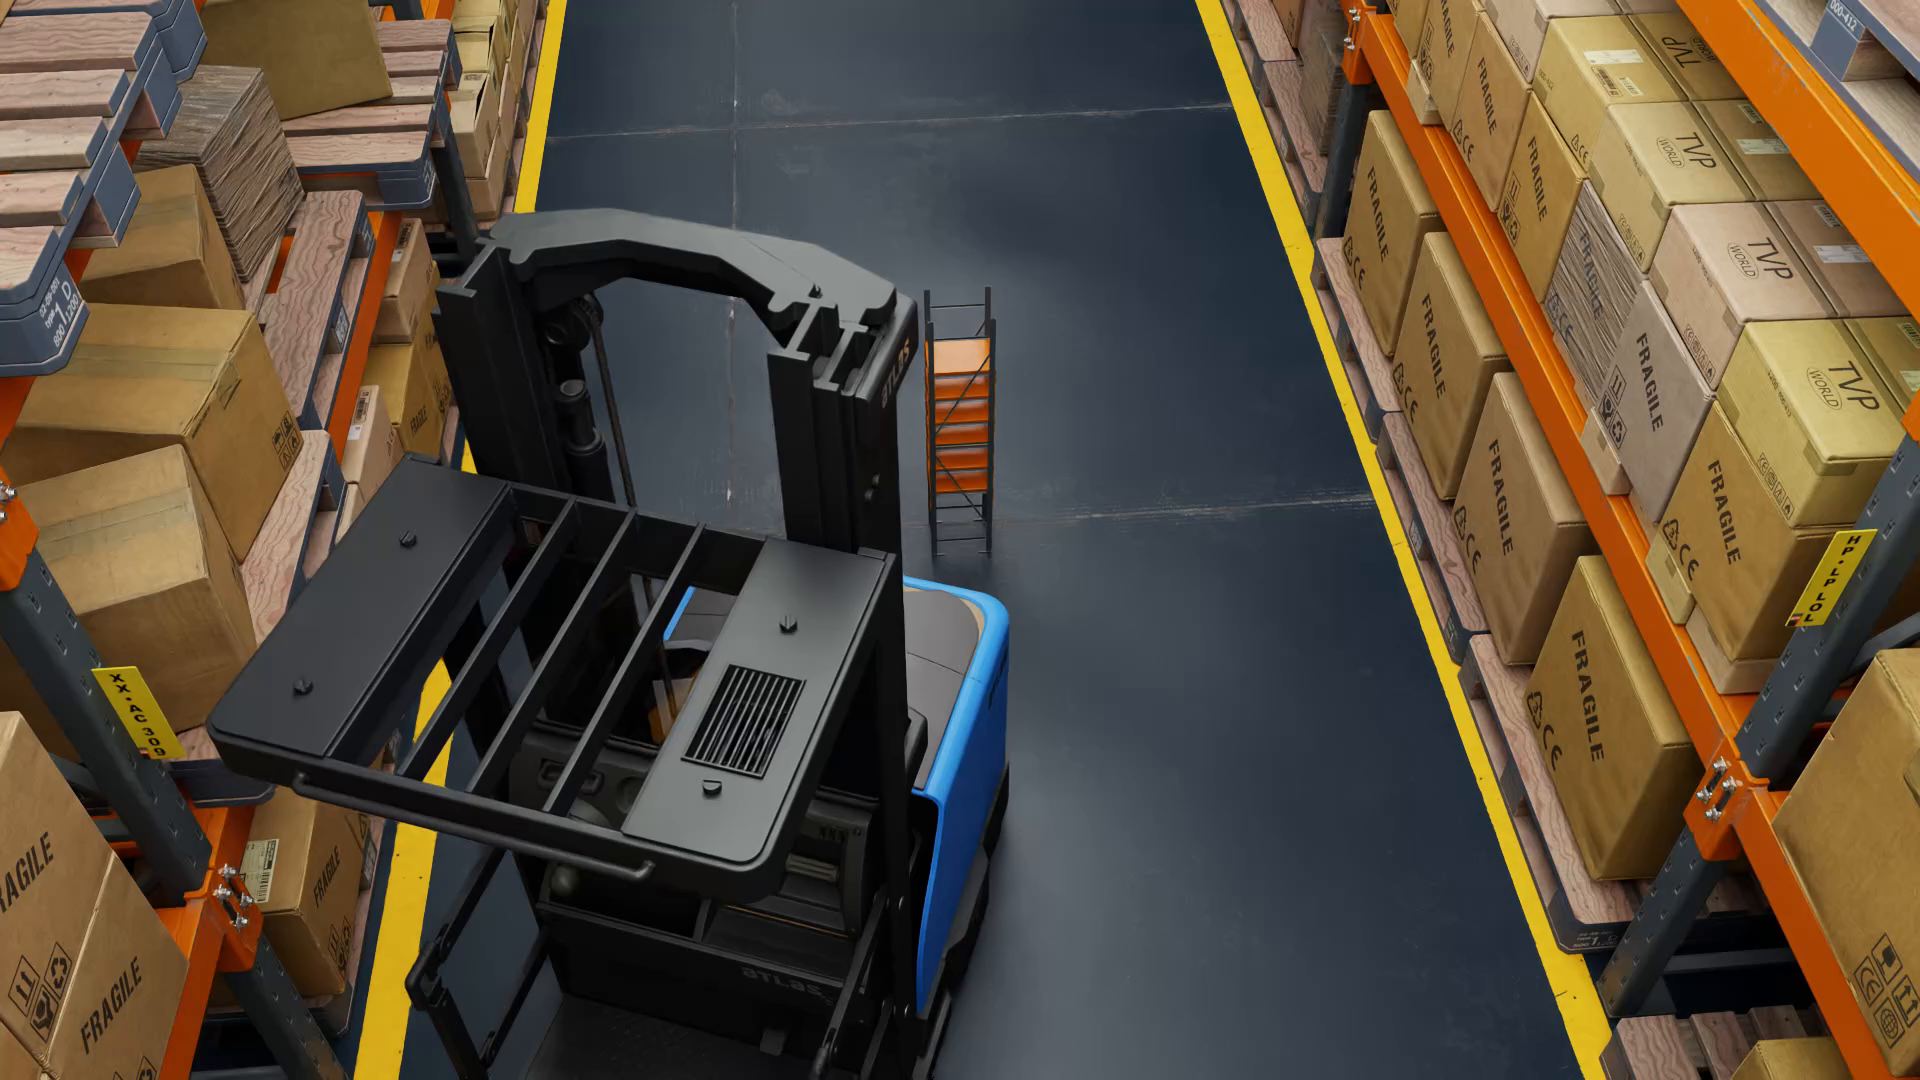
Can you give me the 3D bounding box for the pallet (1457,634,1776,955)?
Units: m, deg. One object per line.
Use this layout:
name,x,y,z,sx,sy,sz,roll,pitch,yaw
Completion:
pallet,2.420,0.828,5.821,1.003,0.211,1.213,-3,47,-3

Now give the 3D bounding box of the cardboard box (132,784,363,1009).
cardboard box,-2.174,1.070,5.090,0.500,0.500,0.500,-5,47,-5

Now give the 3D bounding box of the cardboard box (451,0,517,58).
cardboard box,-2.555,-2.705,8.464,0.500,0.311,0.500,-5,47,-4

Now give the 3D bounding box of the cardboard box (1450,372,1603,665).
cardboard box,2.298,-0.088,5.959,0.750,0.750,0.750,-2,47,-2

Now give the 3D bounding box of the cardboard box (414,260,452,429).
cardboard box,-2.399,-0.797,6.858,0.500,0.500,0.500,-2,47,-2

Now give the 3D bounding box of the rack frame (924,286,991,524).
rack frame,-0.009,-0.489,6.387,0.240,1.200,0.006,-3,47,-3

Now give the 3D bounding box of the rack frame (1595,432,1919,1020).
rack frame,2.560,0.423,4.284,1.000,3.000,0.127,-3,47,-3

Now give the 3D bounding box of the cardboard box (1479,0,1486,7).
cardboard box,2.052,-2.140,5.907,0.500,0.250,0.500,-4,47,-4

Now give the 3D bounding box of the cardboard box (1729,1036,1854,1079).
cardboard box,2.520,1.685,4.521,0.700,0.500,0.500,-3,47,-3

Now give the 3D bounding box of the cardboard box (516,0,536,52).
cardboard box,-2.597,-2.874,9.010,0.500,0.250,0.500,-3,47,-2

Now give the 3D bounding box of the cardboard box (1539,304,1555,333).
cardboard box,2.176,-0.840,5.639,0.380,0.149,0.250,-2,47,-2

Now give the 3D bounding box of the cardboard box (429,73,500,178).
cardboard box,-2.462,-1.956,7.755,0.500,0.311,0.500,-2,47,-2

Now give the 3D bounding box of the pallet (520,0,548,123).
pallet,-2.840,-2.688,9.150,1.003,0.211,1.213,-3,47,-3

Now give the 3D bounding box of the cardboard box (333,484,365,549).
cardboard box,-2.258,0.088,5.502,0.500,0.250,0.500,-3,47,-3

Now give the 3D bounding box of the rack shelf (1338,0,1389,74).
rack shelf,2.057,-3.671,8.656,1.077,0.370,4.000,-3,47,-3

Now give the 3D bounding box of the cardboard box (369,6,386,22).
cardboard box,-2.698,-2.403,7.021,0.500,0.311,0.500,-1,47,-1

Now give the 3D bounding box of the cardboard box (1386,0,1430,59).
cardboard box,2.010,-2.248,6.526,0.500,0.500,0.500,-2,47,-2

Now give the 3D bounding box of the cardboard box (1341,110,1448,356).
cardboard box,2.156,-1.337,7.141,0.750,0.750,0.750,-4,47,-4

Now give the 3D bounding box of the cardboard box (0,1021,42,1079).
cardboard box,-2.030,1.069,2.914,0.500,0.500,0.500,-4,47,-4

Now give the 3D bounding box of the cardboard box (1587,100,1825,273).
cardboard box,2.190,-1.041,4.866,0.500,0.250,0.500,-3,47,-3

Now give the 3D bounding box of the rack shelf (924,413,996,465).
rack shelf,-0.001,-0.392,6.357,0.258,0.103,0.180,-3,47,-3

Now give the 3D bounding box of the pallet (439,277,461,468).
pallet,-2.686,-0.666,7.236,1.003,0.211,1.213,-3,47,-3

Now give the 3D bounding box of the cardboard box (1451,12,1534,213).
cardboard box,2.085,-1.509,5.826,0.500,0.500,0.500,-4,47,-3

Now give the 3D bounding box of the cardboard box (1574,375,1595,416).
cardboard box,2.193,-0.465,5.284,0.380,0.149,0.250,-3,47,-3

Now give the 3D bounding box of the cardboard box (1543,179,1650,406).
cardboard box,2.184,-0.772,5.128,0.500,0.500,0.500,-3,47,-3

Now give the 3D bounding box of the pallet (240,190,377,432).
pallet,-2.544,-0.695,5.474,1.003,0.211,1.213,-3,47,-3

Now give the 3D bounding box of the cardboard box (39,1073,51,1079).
cardboard box,-2.034,1.411,3.279,0.500,0.500,0.500,-2,47,-2

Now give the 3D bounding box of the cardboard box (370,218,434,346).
cardboard box,-2.390,-1.014,6.547,0.500,0.250,0.500,-2,47,-2

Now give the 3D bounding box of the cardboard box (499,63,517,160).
cardboard box,-2.505,-2.127,8.303,0.500,0.250,0.500,-5,47,-4

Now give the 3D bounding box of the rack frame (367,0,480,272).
rack frame,-2.711,-2.168,6.737,1.000,3.000,0.127,-3,47,-3

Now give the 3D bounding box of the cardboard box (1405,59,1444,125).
cardboard box,1.972,-1.759,6.510,0.380,0.149,0.250,-2,47,-2

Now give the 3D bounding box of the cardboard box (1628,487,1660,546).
cardboard box,2.228,-0.097,4.935,0.380,0.149,0.250,-2,47,-2

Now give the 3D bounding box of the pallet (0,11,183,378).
pallet,-2.361,-0.717,3.426,1.213,0.211,1.003,-3,47,-3

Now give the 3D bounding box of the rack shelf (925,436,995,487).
rack shelf,-0.001,-0.310,6.444,0.258,0.103,0.180,-3,47,-3

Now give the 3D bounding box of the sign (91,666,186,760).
sign,-1.836,0.390,3.718,0.100,0.325,0.005,-3,47,-3

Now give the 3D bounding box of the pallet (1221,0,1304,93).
pallet,2.062,-2.959,9.407,1.003,0.211,1.213,-3,47,-3

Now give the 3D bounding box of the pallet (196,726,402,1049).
pallet,-2.482,1.099,5.564,1.003,0.211,1.213,-3,47,-3

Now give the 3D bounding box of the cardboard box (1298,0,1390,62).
cardboard box,2.185,-2.661,8.623,0.700,0.500,0.500,-4,47,-3

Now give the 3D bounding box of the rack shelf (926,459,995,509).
rack shelf,-0.001,-0.227,6.531,0.258,0.103,0.180,-3,47,-3

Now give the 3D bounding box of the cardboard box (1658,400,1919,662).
cardboard box,2.270,-0.040,4.434,0.500,0.500,0.500,-4,47,-4

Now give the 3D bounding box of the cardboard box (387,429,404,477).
cardboard box,-2.306,-0.043,6.144,0.500,0.500,0.500,-5,47,-5

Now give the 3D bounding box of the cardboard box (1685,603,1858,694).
cardboard box,2.249,0.275,4.583,0.380,0.149,0.250,-3,47,-3

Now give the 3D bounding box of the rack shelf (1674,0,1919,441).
rack shelf,2.392,-1.809,4.826,1.077,0.370,4.000,-3,47,-3

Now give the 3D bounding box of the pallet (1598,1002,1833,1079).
pallet,2.545,1.936,4.771,1.003,0.211,1.213,-3,47,-3

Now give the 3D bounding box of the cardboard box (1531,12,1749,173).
cardboard box,2.146,-1.410,5.215,0.500,0.250,0.500,-4,47,-4

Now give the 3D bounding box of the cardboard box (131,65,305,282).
cardboard box,-2.660,-1.224,5.486,0.700,0.500,0.500,4,47,4

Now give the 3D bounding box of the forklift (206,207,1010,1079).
forklift,-0.730,0.840,3.936,1.130,2.935,3.031,12,48,11

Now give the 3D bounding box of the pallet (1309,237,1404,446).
pallet,2.216,-0.938,7.493,1.003,0.211,1.213,-3,47,-3

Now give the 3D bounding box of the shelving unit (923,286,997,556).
shelving unit,-0.001,-0.423,6.324,0.258,1.200,0.189,-3,47,-3

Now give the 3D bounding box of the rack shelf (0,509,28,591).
rack shelf,-2.209,1.389,1.798,1.077,0.370,4.000,-3,47,-3

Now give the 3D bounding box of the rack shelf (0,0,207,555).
rack shelf,-2.544,-1.505,4.539,1.077,0.370,4.000,-3,47,-3

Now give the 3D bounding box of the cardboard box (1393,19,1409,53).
cardboard box,2.022,-2.140,6.870,0.380,0.149,0.250,-4,47,-4

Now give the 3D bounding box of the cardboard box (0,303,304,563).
cardboard box,-2.314,-0.302,4.612,0.700,0.500,0.500,3,47,3
